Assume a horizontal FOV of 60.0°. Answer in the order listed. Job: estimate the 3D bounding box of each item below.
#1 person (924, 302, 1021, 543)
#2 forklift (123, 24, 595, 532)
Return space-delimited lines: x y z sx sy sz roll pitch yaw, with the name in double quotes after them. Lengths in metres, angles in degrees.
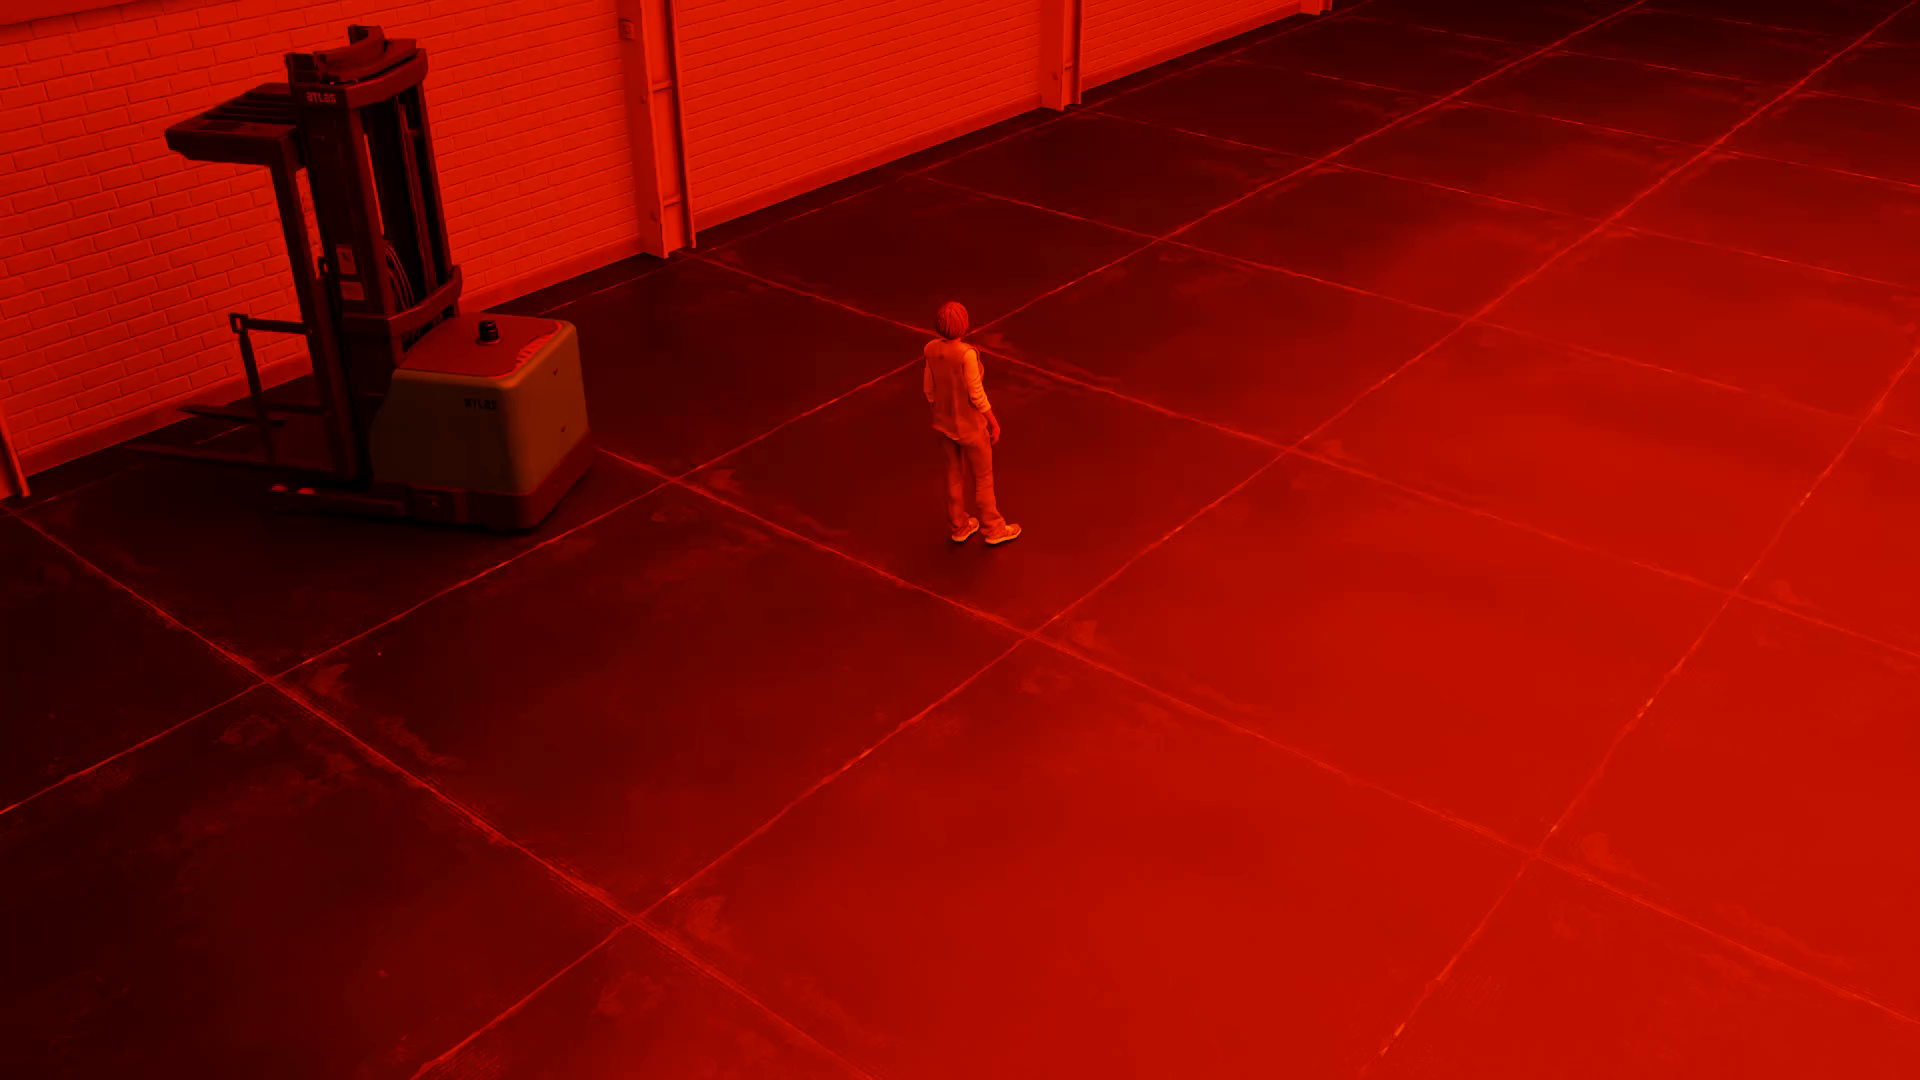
0.058 -0.721 10.136 0.520 1.599 0.473 22 37 33 "person"
-4.049 -1.688 10.484 3.031 2.935 1.130 6 31 11 "forklift"
